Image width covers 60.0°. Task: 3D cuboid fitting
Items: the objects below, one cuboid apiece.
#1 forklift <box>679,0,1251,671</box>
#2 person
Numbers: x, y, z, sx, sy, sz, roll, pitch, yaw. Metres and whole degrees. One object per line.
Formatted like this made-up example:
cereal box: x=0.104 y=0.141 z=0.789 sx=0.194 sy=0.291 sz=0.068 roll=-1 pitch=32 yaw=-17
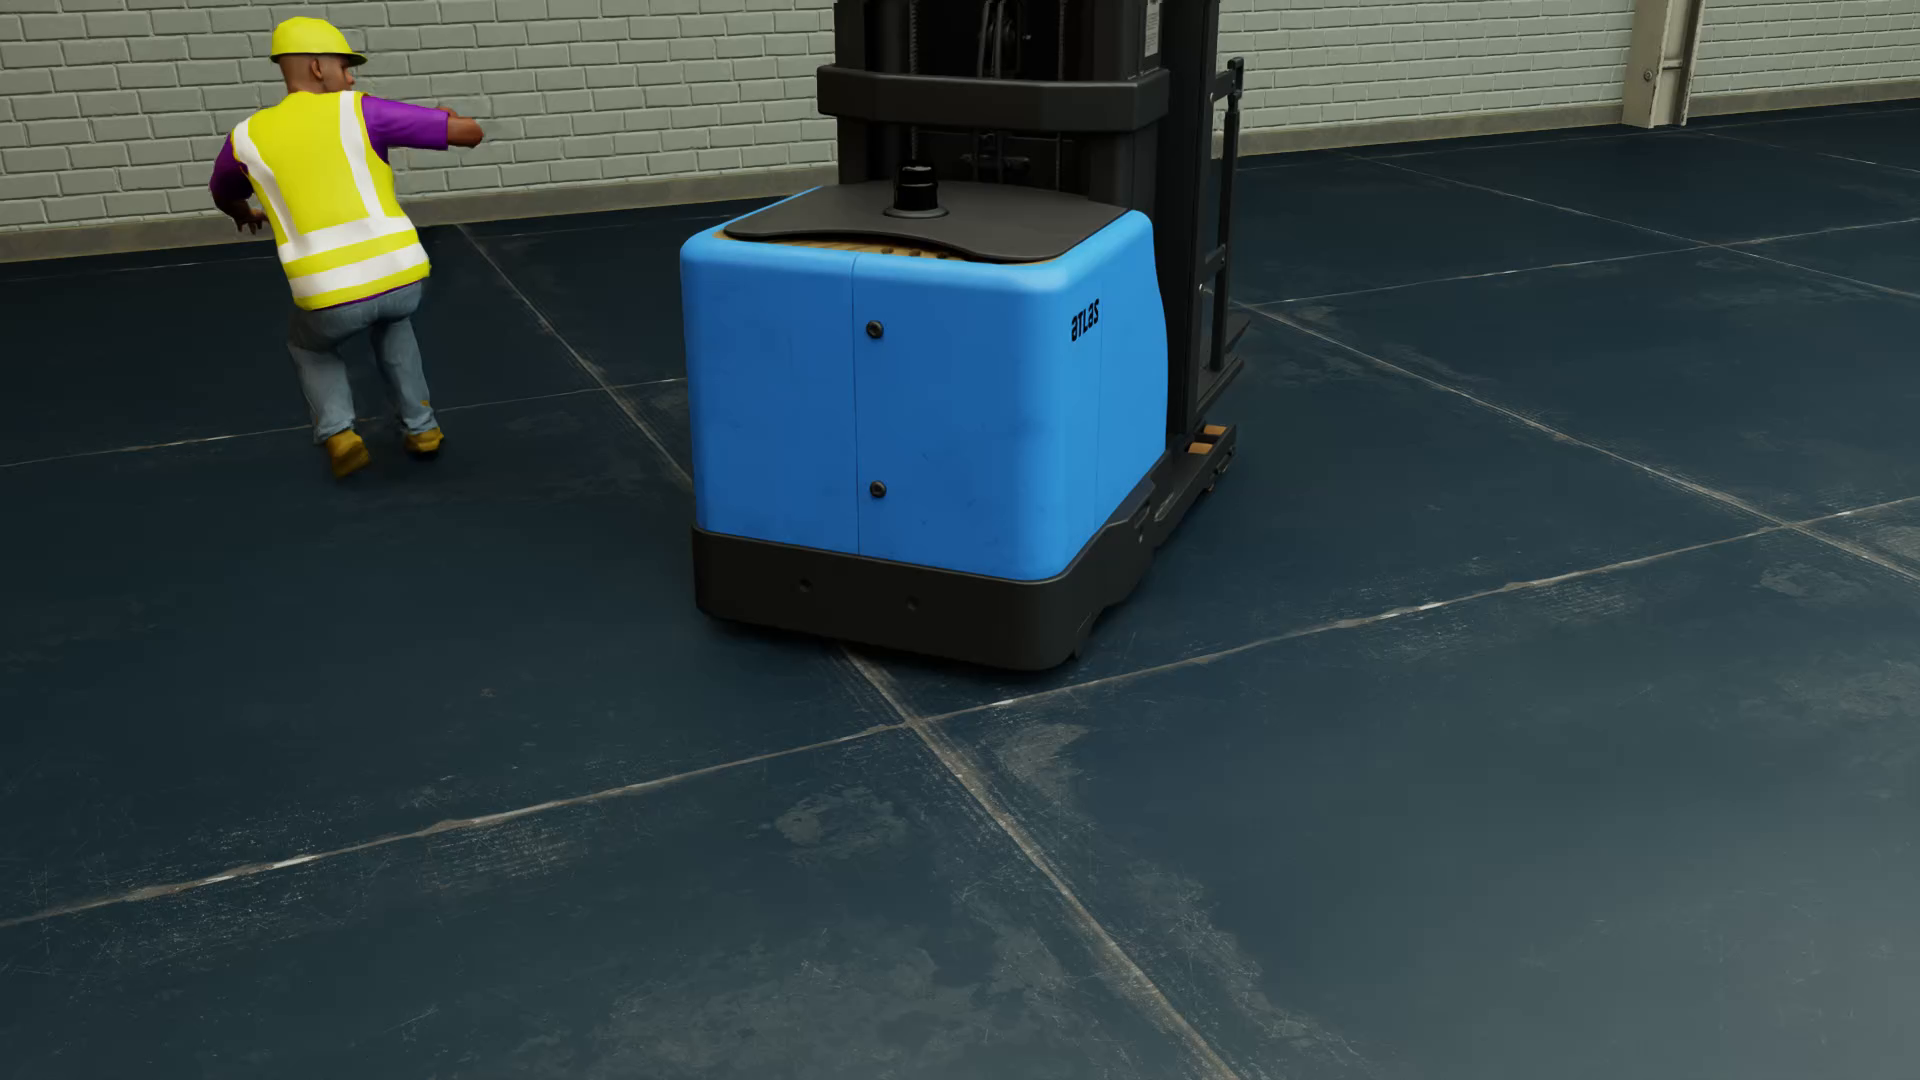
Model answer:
forklift: x=0.298 y=-1.562 z=5.047 sx=1.130 sy=2.935 sz=3.031 roll=9 pitch=24 yaw=20
person: x=-2.027 y=-0.990 z=5.579 sx=0.837 sy=1.478 sz=0.992 roll=-9 pitch=24 yaw=-21
